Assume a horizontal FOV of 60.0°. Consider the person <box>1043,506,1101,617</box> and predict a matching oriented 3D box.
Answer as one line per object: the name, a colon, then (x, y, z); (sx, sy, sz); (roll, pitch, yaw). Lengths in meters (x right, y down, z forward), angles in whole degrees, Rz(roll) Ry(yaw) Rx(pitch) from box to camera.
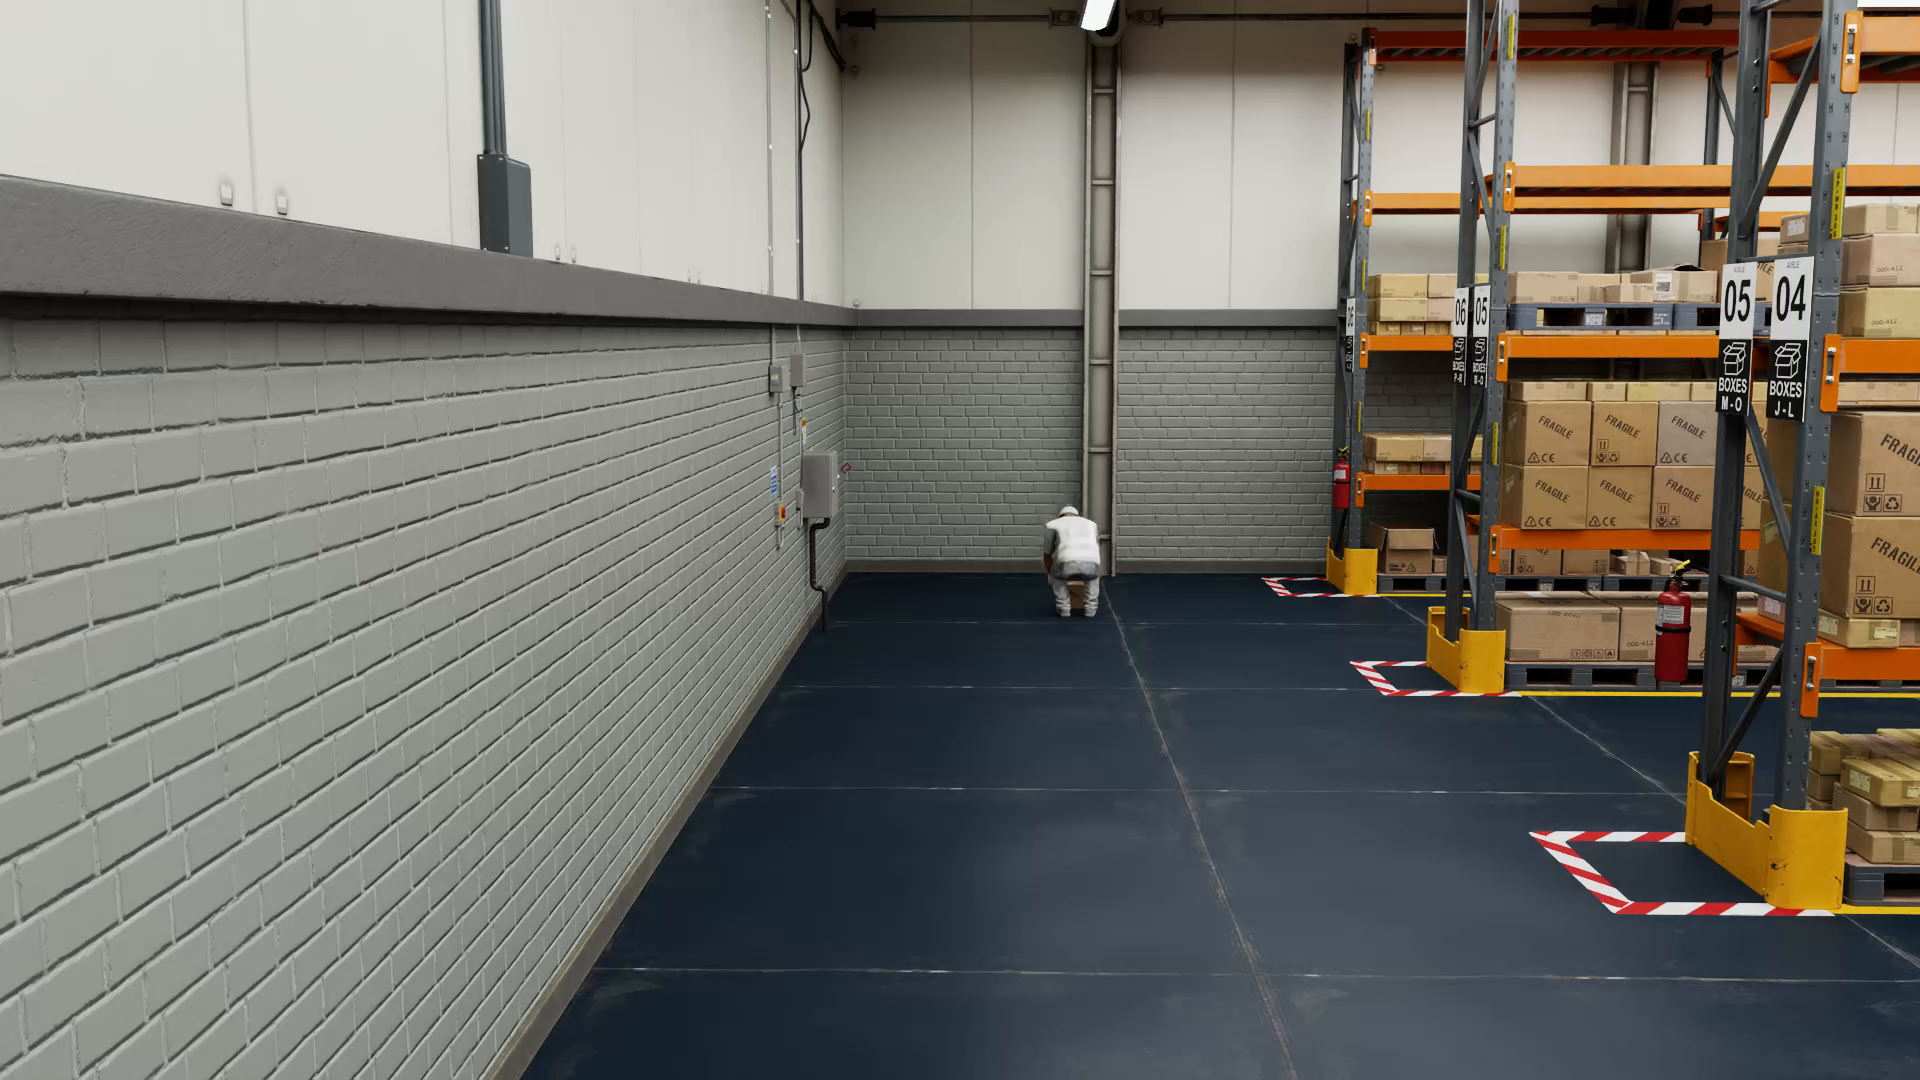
person: (1.137, 0.219, 16.856); (0.585, 1.062, 0.890); (0, 7, 1)
